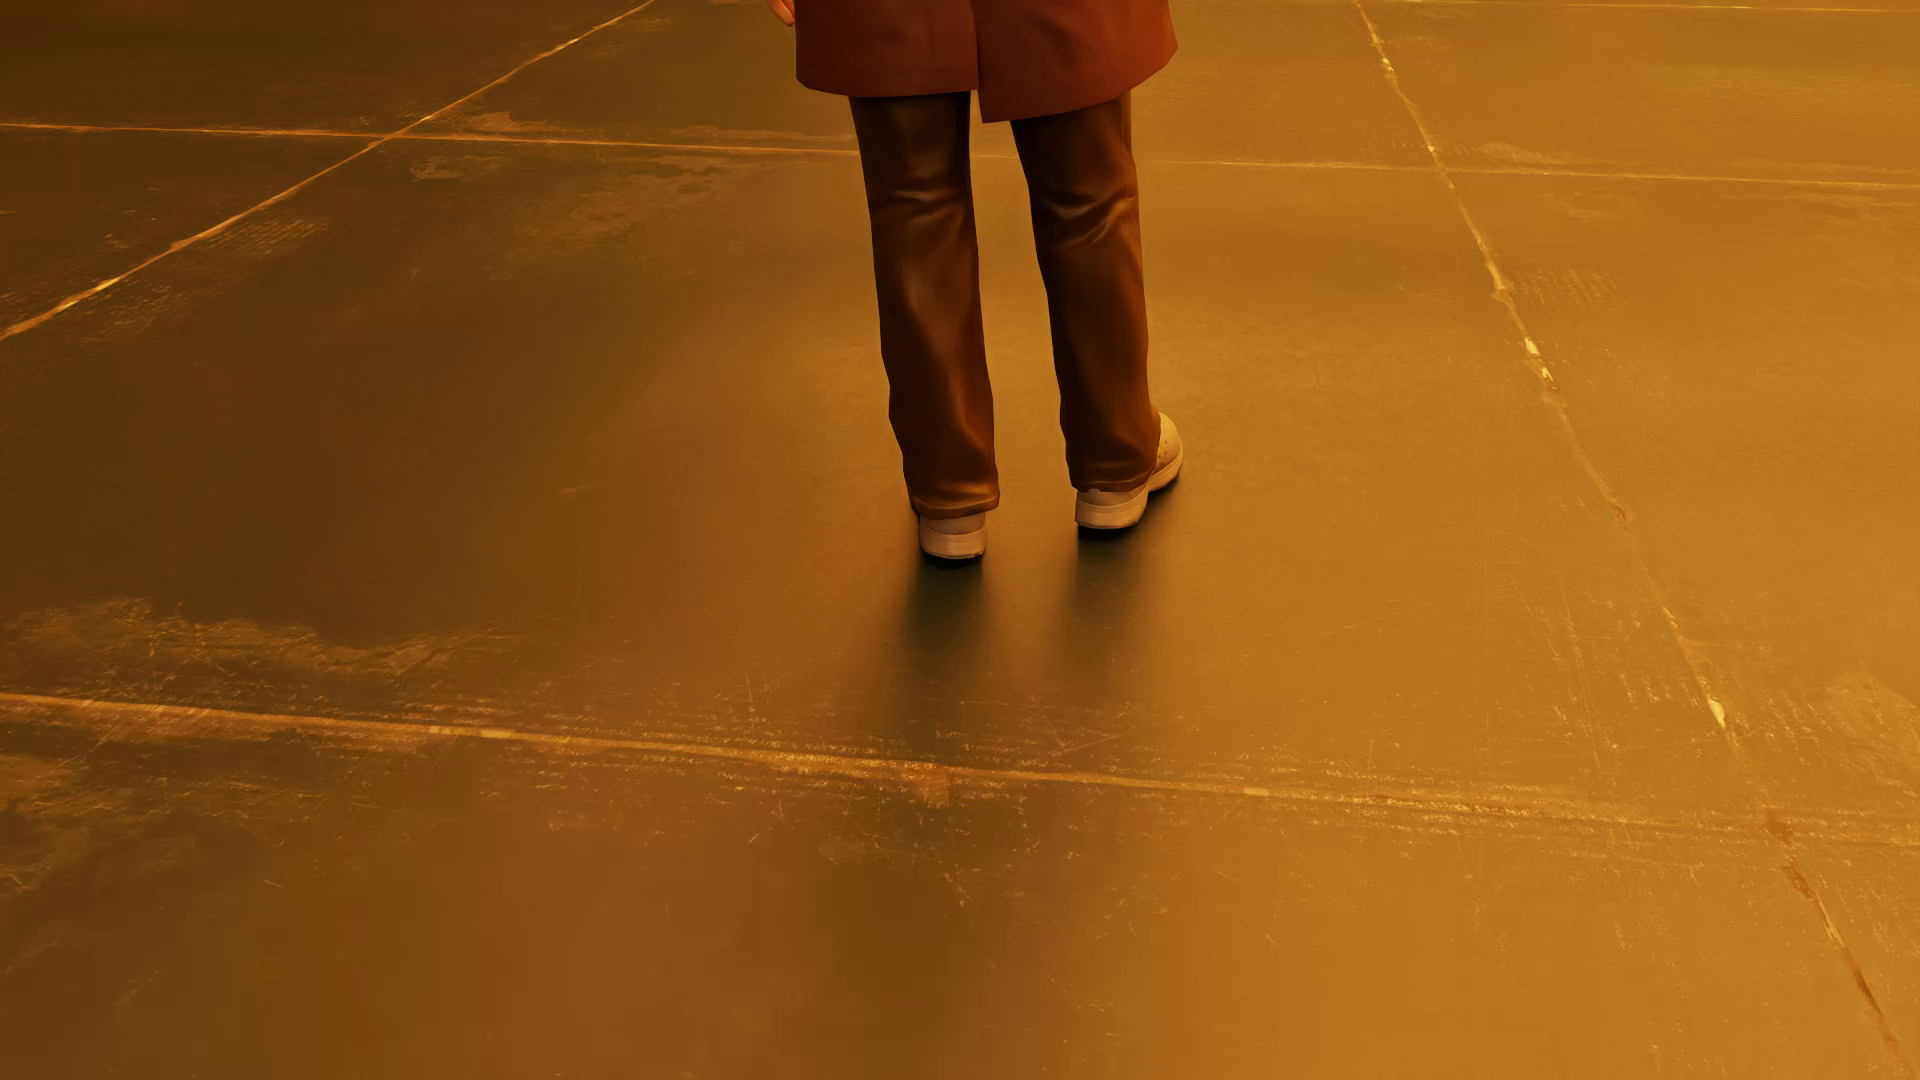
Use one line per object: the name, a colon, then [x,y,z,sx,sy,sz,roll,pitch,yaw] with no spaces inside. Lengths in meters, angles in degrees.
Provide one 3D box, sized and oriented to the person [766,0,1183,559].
person: [0.016,-0.843,2.181,0.698,1.778,0.579,3,27,7]
